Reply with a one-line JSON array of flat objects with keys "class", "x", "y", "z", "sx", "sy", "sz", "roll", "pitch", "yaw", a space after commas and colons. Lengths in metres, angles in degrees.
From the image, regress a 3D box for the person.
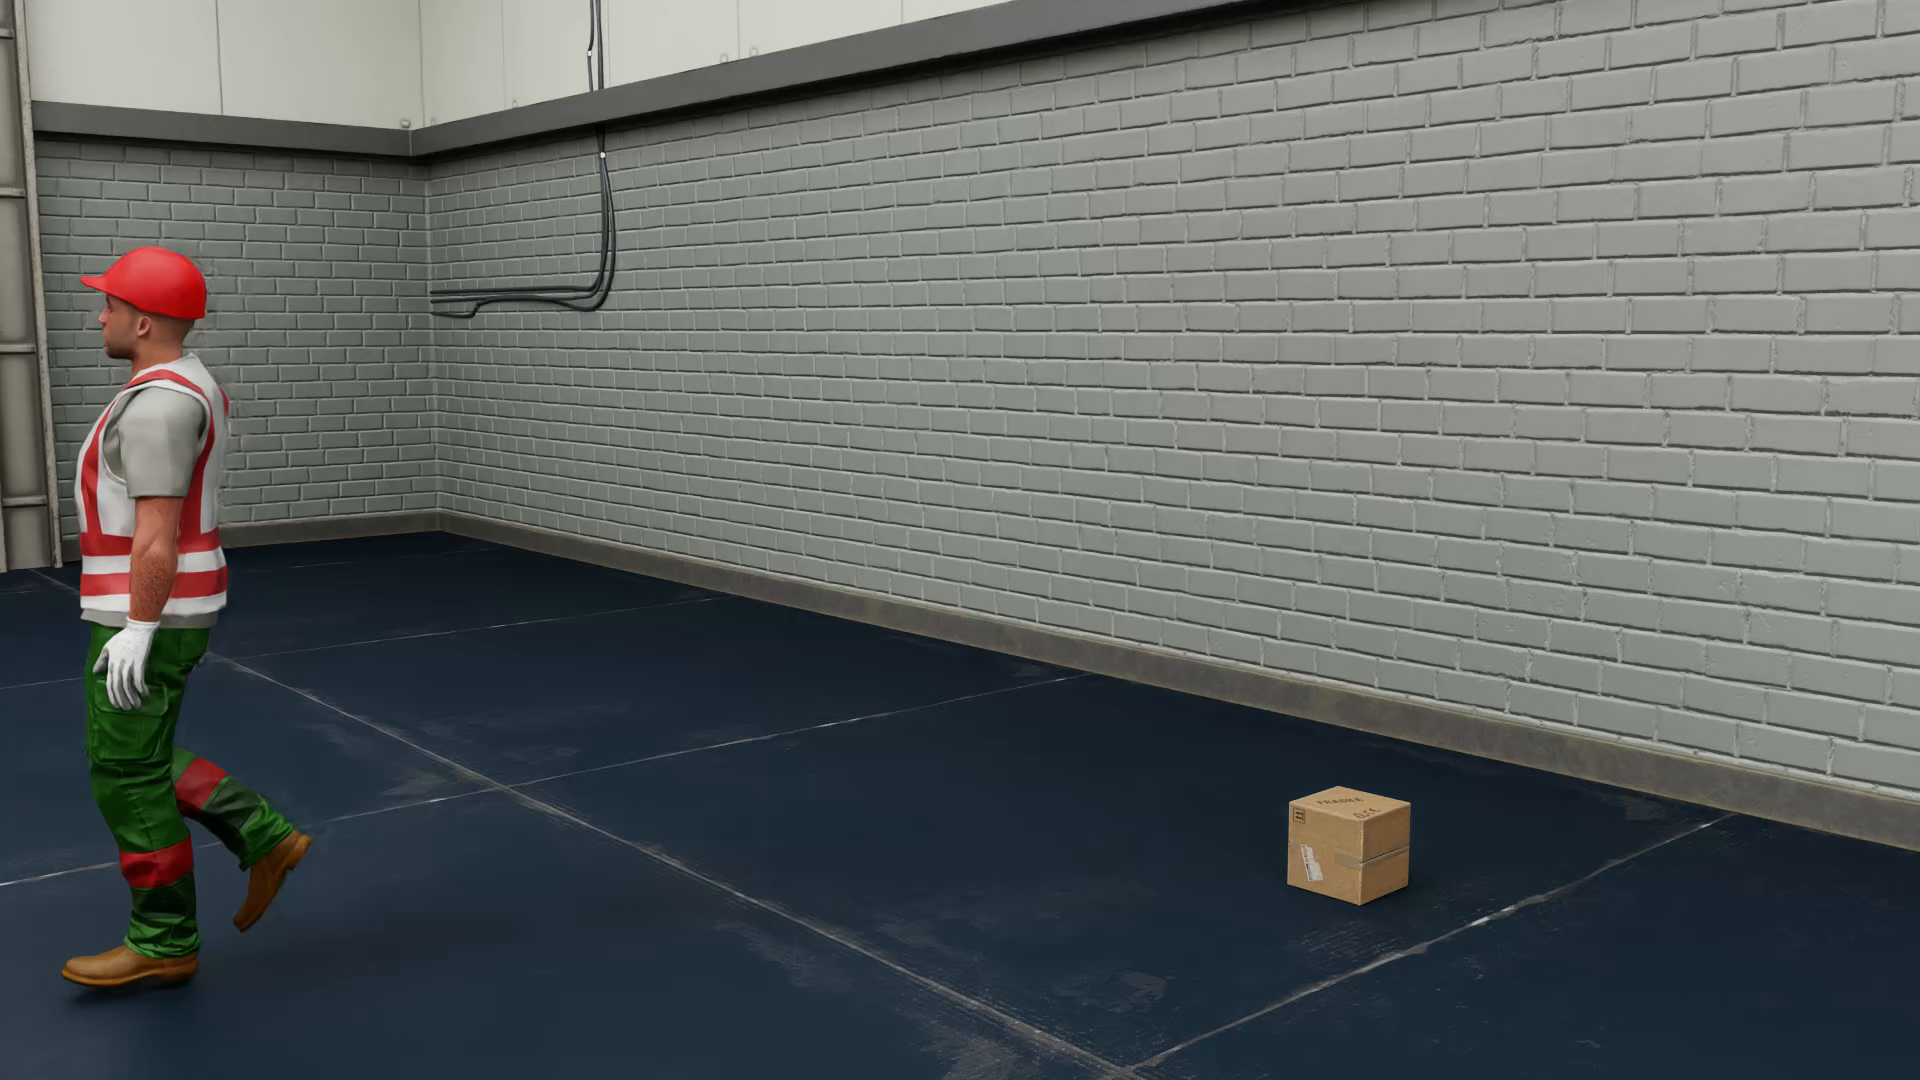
[{"class": "person", "x": -1.919, "y": 0.188, "z": 4.051, "sx": 0.569, "sy": 1.782, "sz": 0.537, "roll": -2, "pitch": 8, "yaw": -17}]
